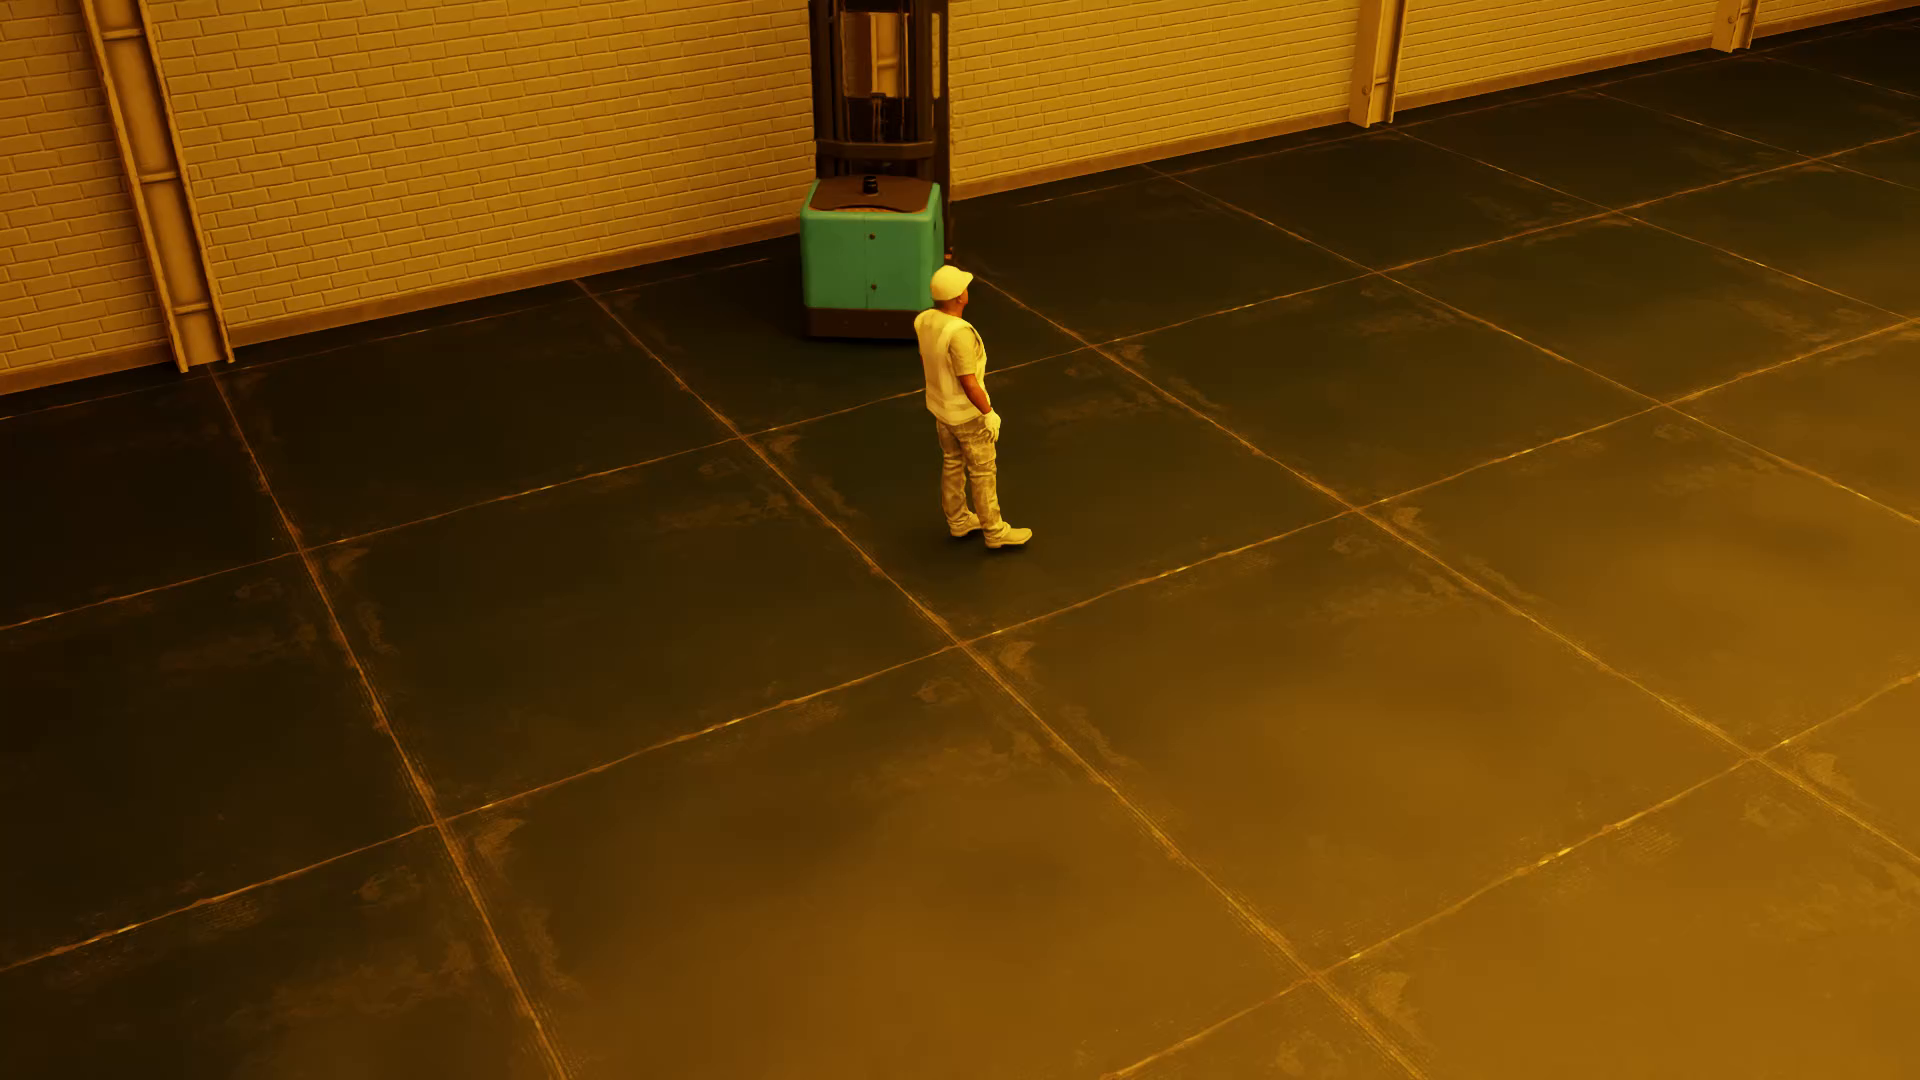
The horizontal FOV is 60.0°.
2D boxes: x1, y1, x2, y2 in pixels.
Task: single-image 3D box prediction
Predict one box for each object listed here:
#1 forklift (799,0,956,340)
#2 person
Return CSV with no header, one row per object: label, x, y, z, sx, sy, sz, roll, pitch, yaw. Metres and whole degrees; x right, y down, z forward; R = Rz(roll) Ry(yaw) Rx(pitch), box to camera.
forklift,-0.615,-3.549,13.573,1.130,2.935,3.031,2,31,3
person,0.066,-0.821,10.042,0.577,1.781,0.656,-17,35,-26
